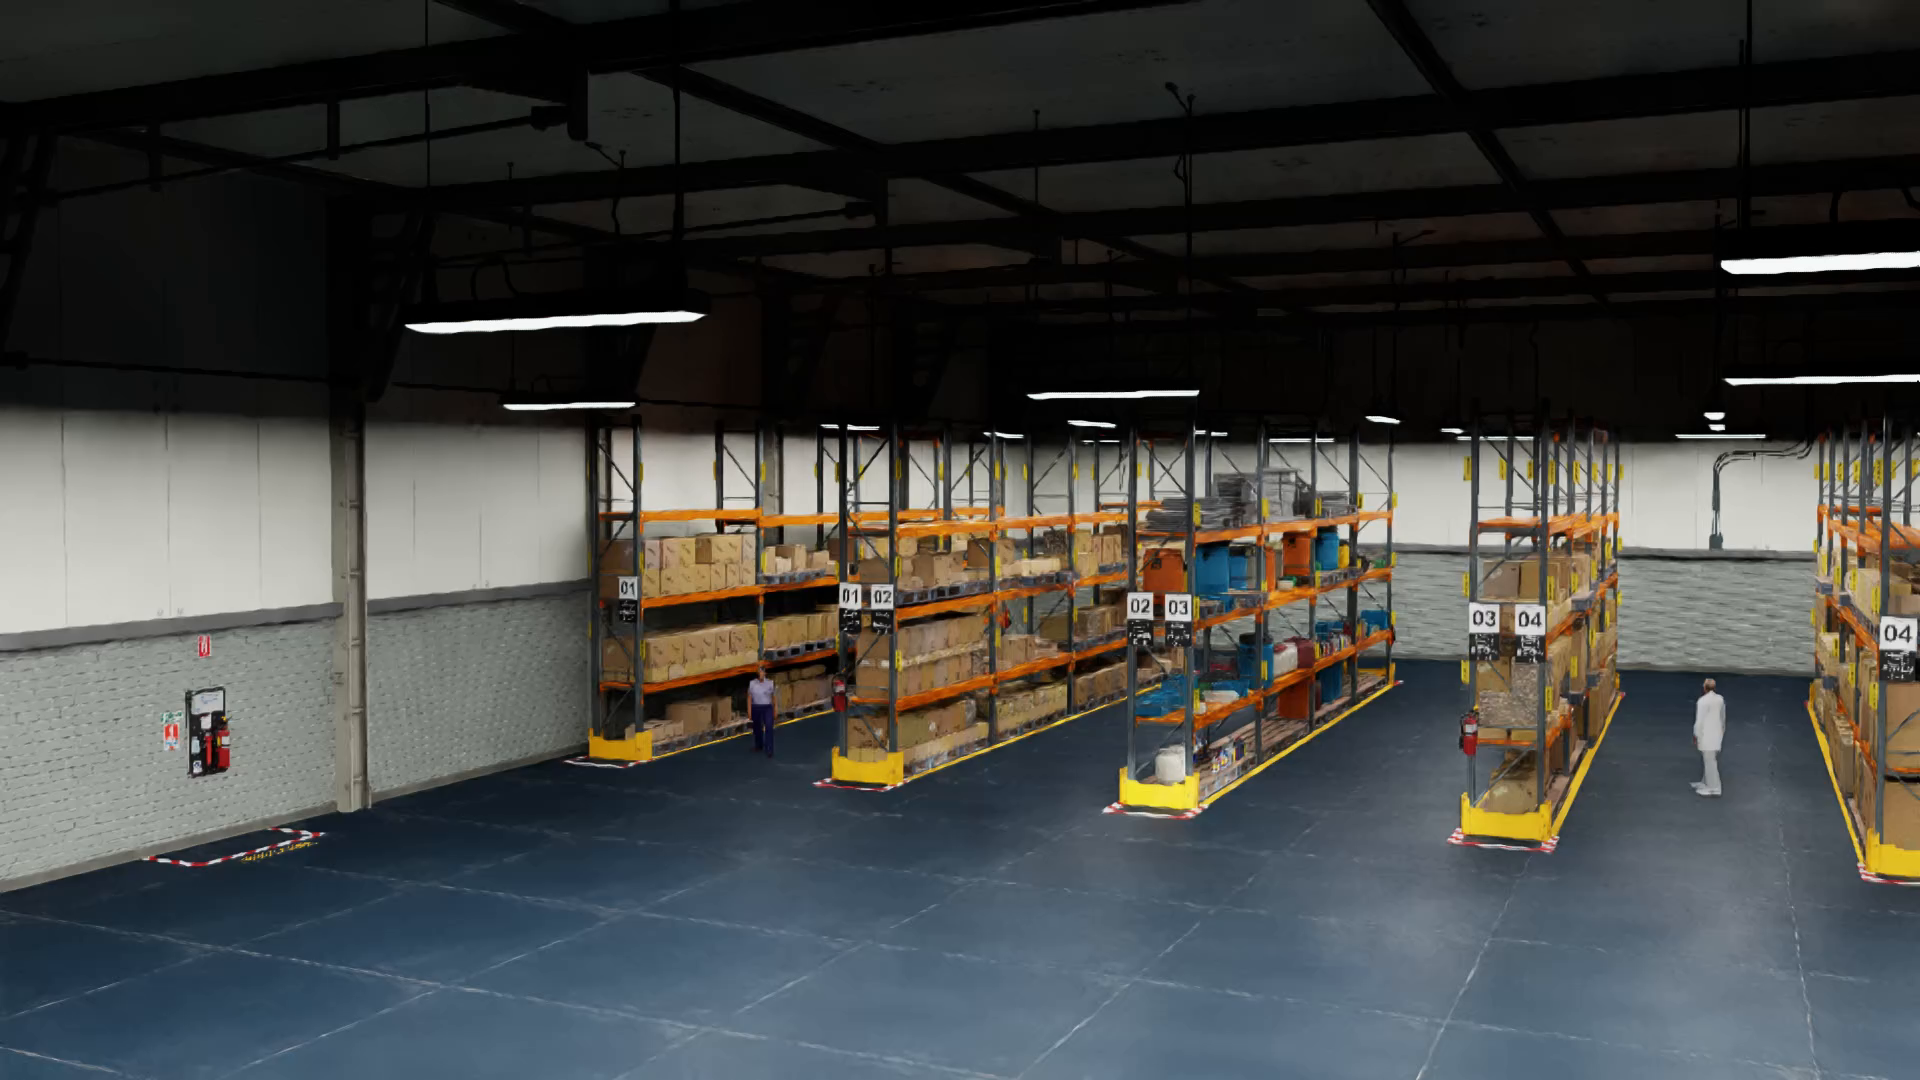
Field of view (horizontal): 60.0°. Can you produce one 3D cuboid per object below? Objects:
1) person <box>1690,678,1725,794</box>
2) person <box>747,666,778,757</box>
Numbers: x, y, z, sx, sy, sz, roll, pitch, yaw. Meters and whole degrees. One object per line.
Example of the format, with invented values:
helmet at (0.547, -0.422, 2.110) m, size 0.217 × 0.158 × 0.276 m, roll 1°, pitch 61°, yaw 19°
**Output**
person at (11.626, 3.029, 25.892) m, size 0.678 × 1.773 × 0.629 m, roll -2°, pitch 3°, yaw -36°
person at (-3.500, 3.039, 29.337) m, size 0.517 × 1.521 × 0.941 m, roll 0°, pitch 2°, yaw 2°
